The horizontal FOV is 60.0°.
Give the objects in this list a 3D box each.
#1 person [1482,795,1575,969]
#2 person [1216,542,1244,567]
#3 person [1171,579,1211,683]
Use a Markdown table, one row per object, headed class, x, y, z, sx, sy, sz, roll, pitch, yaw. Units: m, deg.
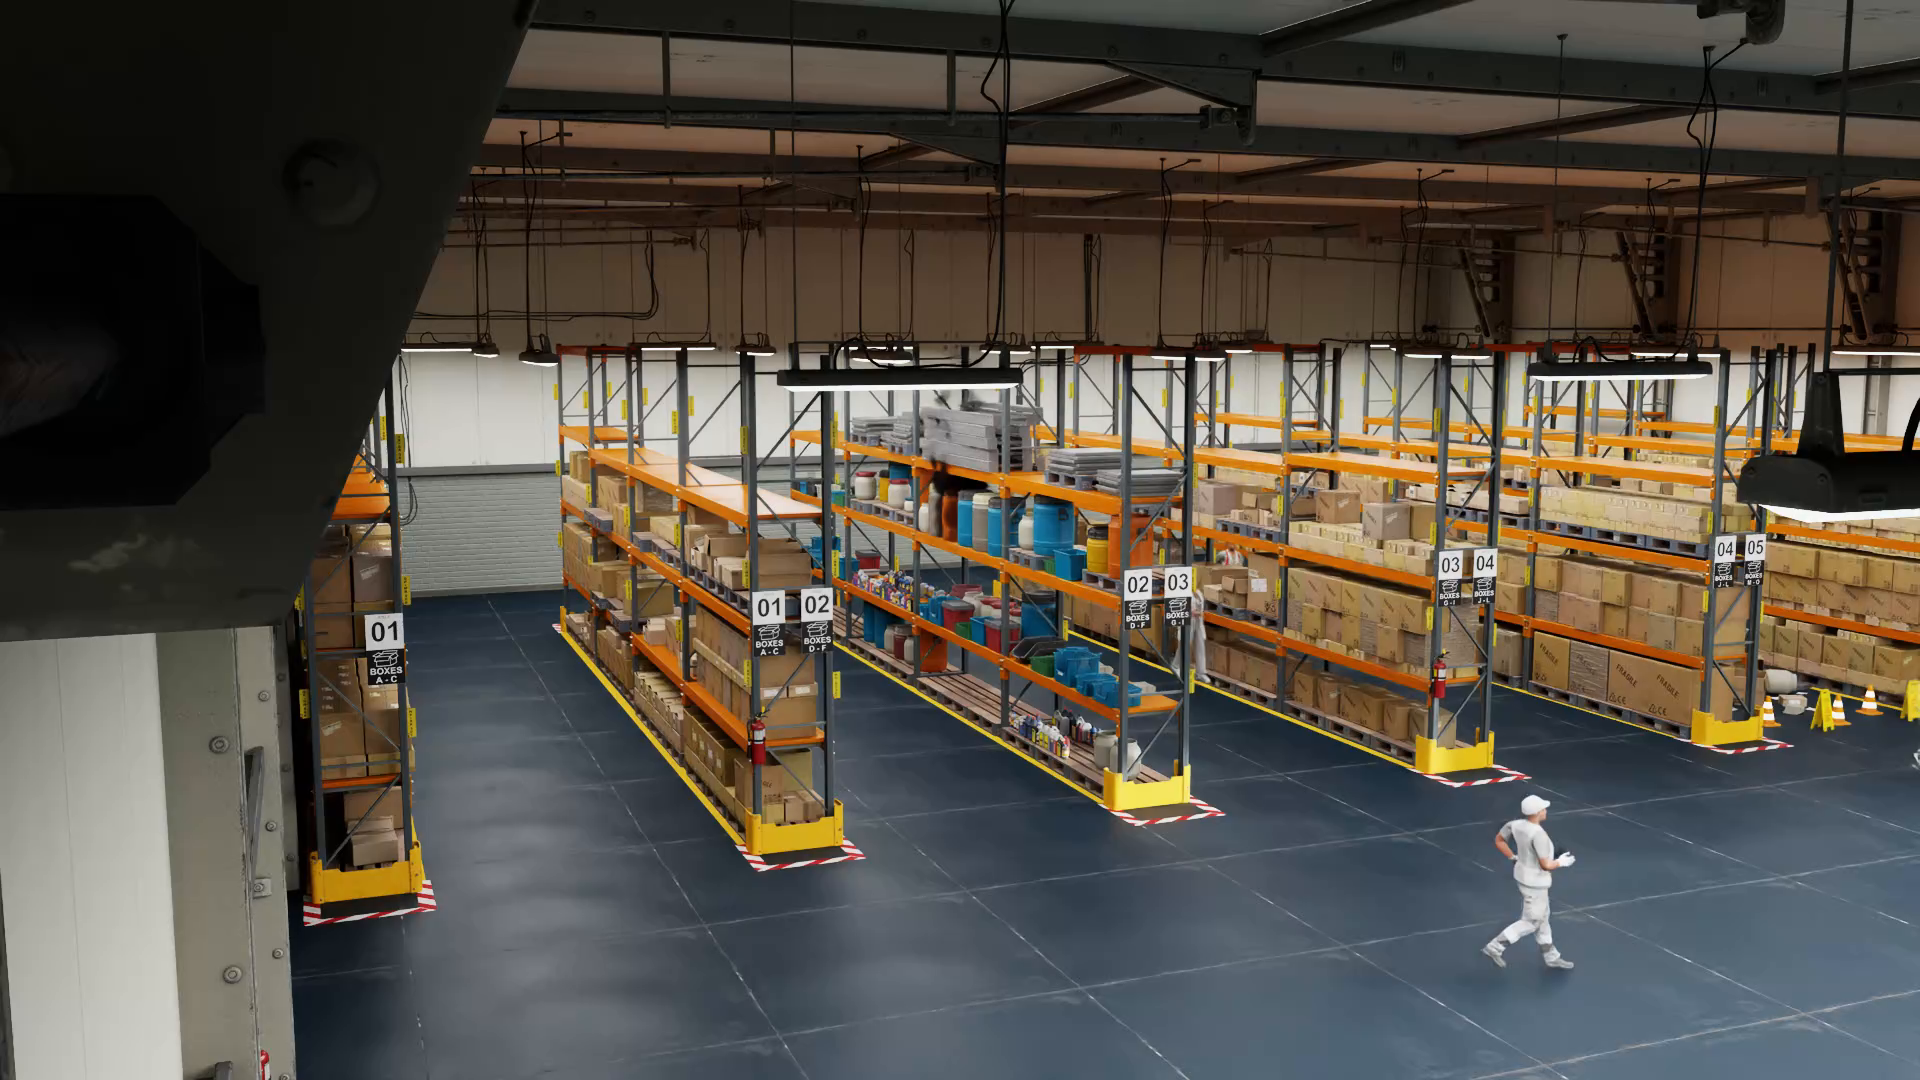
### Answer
| class | x | y | z | sx | sy | sz | roll | pitch | yaw |
| --- | --- | --- | --- | --- | --- | --- | --- | --- | --- |
| person | 5.589 | 3.363 | 16.244 | 0.988 | 1.783 | 0.654 | -1 | 7 | -6 |
| person | 5.890 | 0.856 | 36.162 | 0.649 | 1.820 | 0.746 | -4 | 8 | -26 |
| person | 3.979 | 1.536 | 28.475 | 0.714 | 1.823 | 1.004 | -4 | 8 | -28 |
